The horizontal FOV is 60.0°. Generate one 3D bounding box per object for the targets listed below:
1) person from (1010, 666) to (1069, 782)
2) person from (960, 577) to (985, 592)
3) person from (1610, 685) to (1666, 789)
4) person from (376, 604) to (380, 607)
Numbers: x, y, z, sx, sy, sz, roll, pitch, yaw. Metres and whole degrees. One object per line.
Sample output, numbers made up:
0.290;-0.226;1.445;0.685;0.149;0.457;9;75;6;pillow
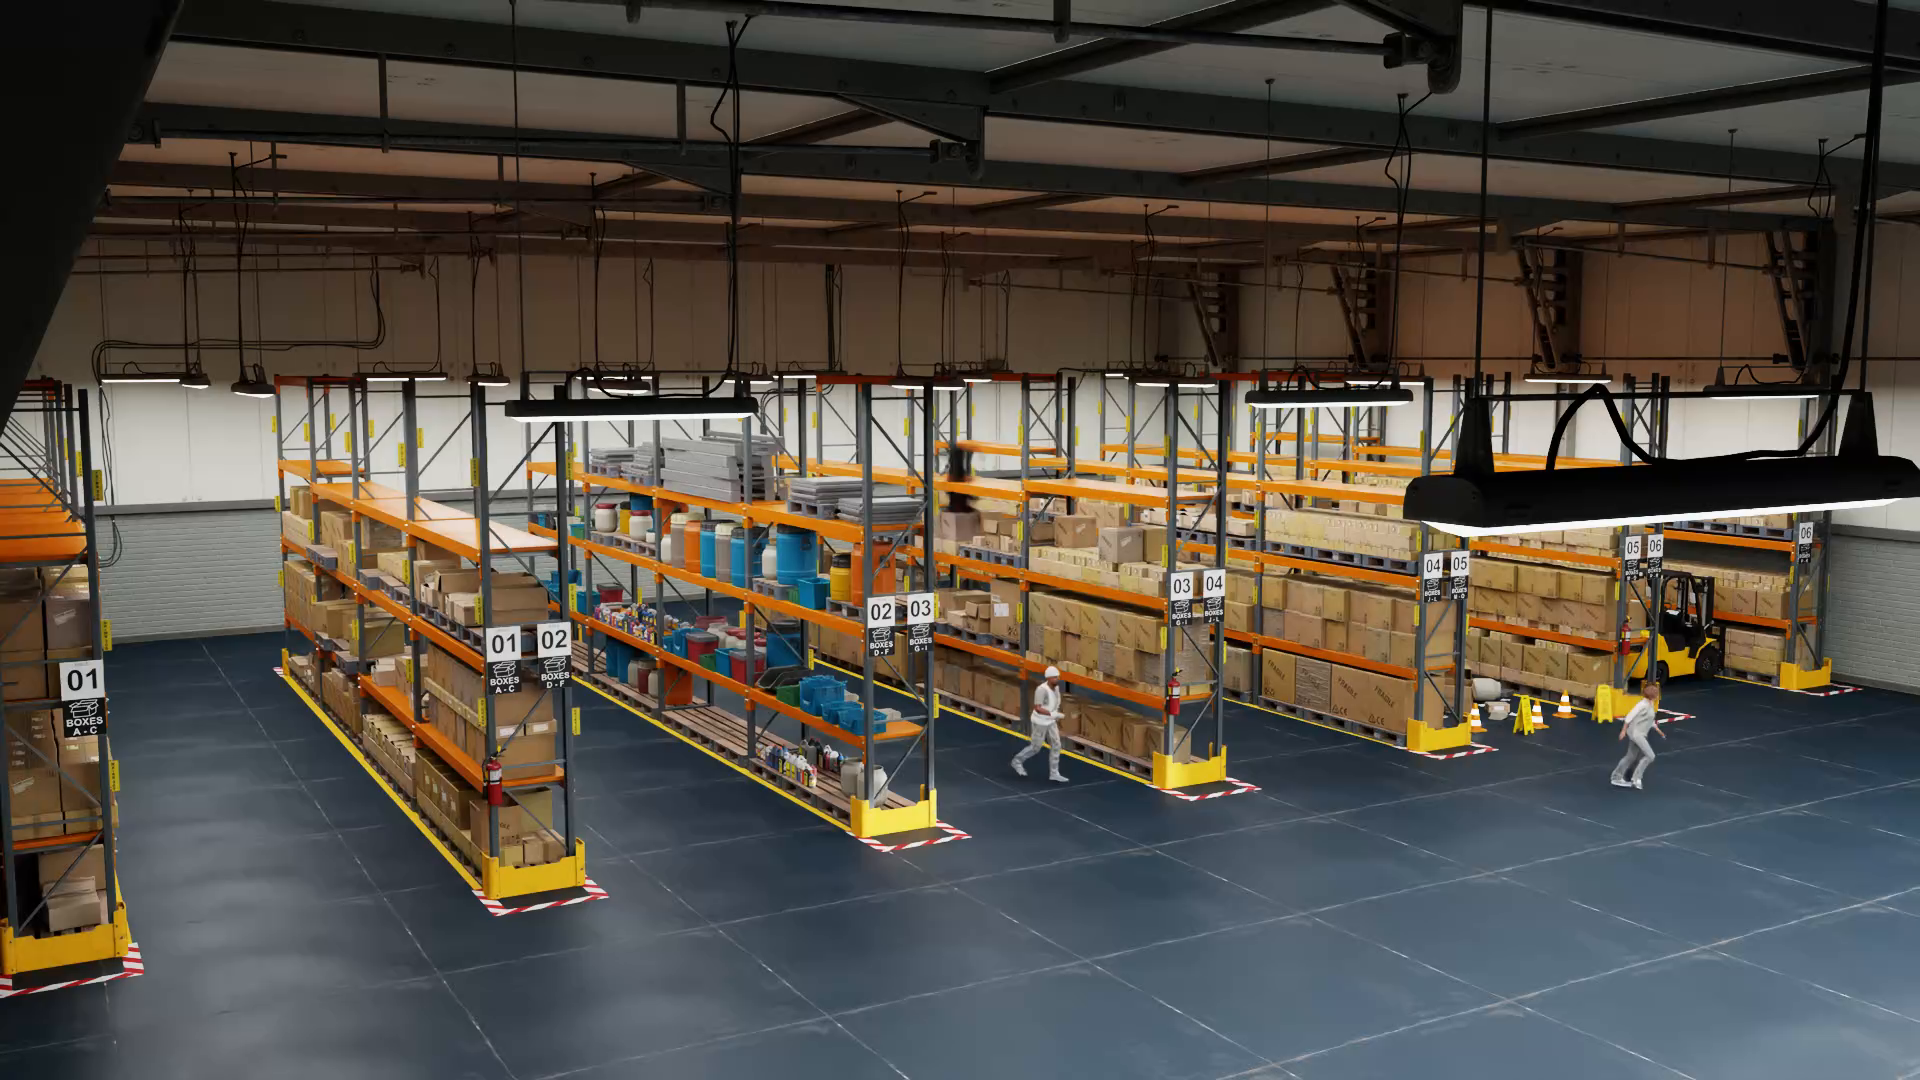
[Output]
1.219;2.739;24.920;0.902;1.749;0.696;4;7;33;person
0.286;0.808;42.580;0.844;1.763;0.648;-5;8;-39;person
9.983;2.883;24.465;0.714;1.535;0.515;4;7;33;person
-12.195;1.726;34.636;0.983;1.664;0.696;2;7;16;person
